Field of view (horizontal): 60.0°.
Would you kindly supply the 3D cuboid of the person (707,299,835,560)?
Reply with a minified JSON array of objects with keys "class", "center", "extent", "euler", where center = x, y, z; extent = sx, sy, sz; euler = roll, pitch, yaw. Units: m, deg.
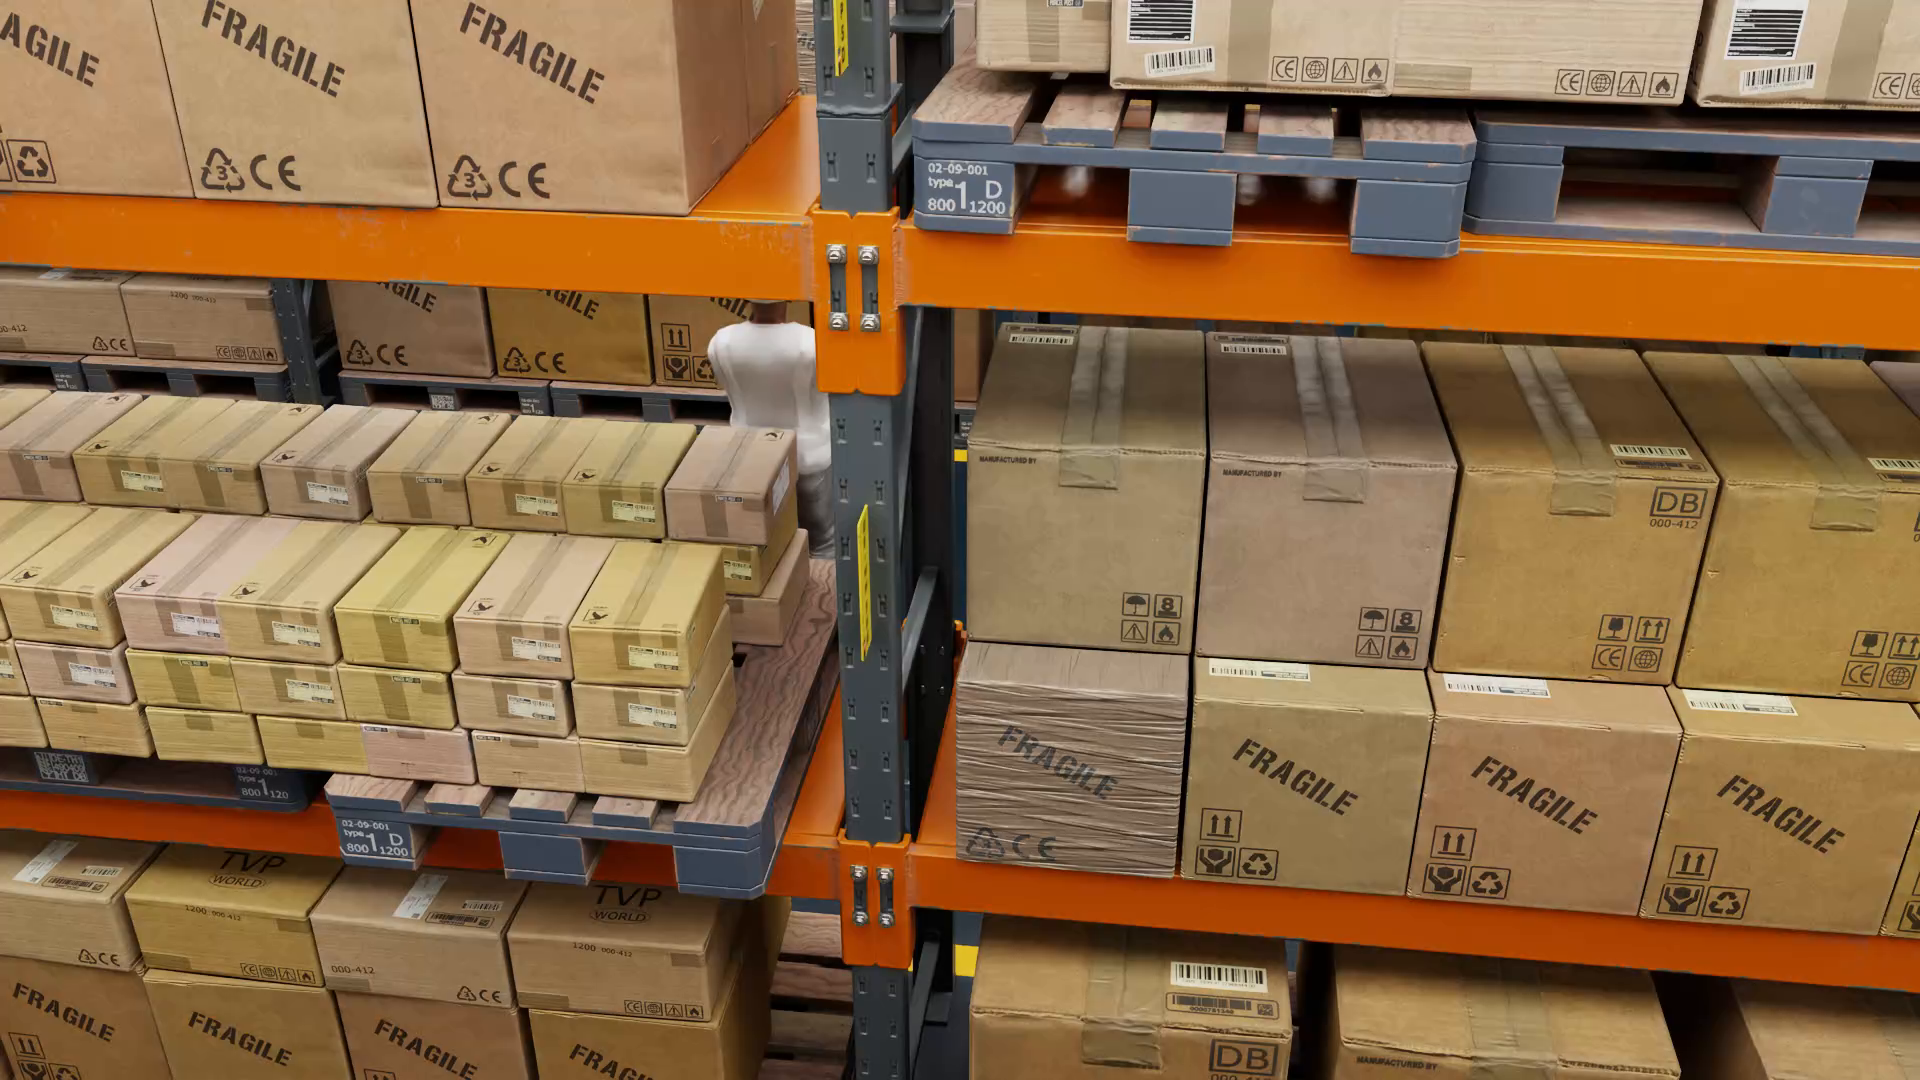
[{"class":"person","center":[-0.696,-0.375,6.798],"extent":[0.502,1.765,0.579],"euler":[3,28,6]}]
